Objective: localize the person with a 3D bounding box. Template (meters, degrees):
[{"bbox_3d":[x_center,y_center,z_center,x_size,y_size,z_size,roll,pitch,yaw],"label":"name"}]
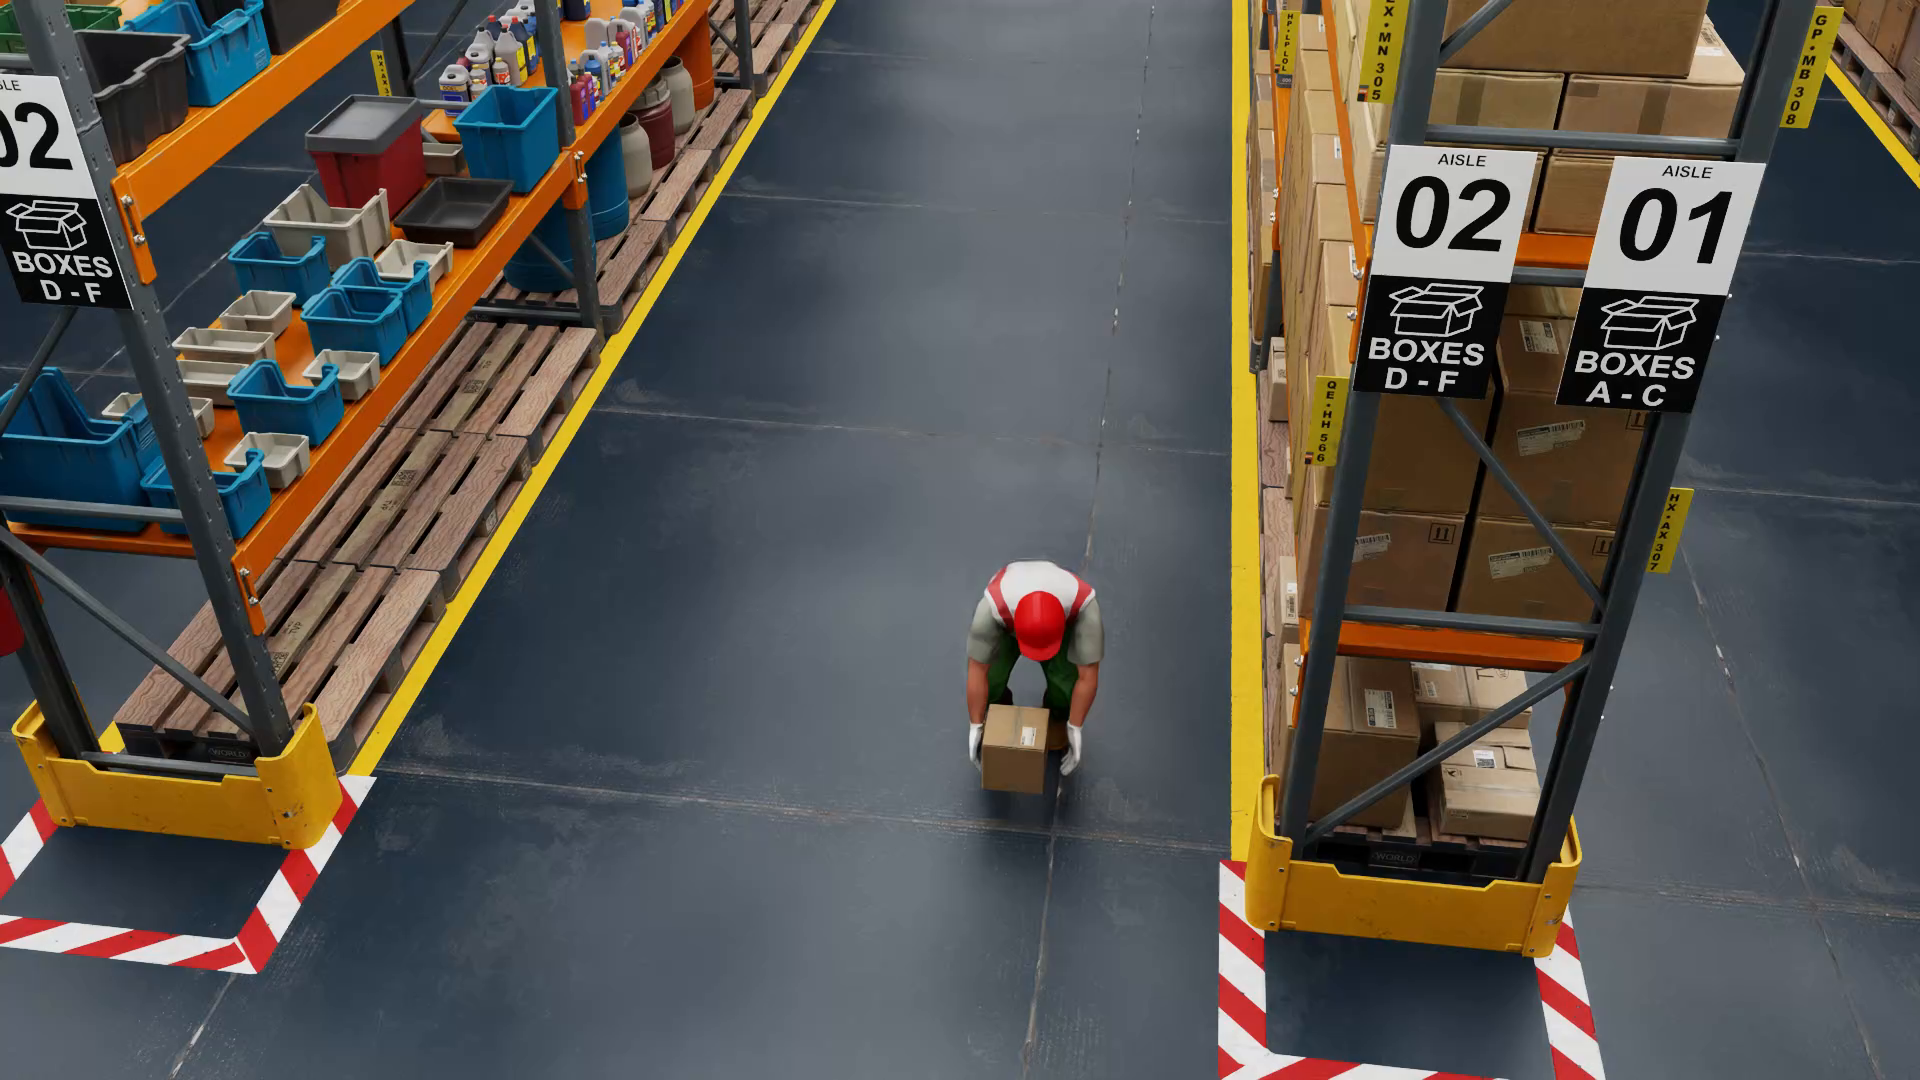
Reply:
[{"bbox_3d":[0.318,0.469,6.986,0.578,1.073,0.863,4,36,6],"label":"person"}]
